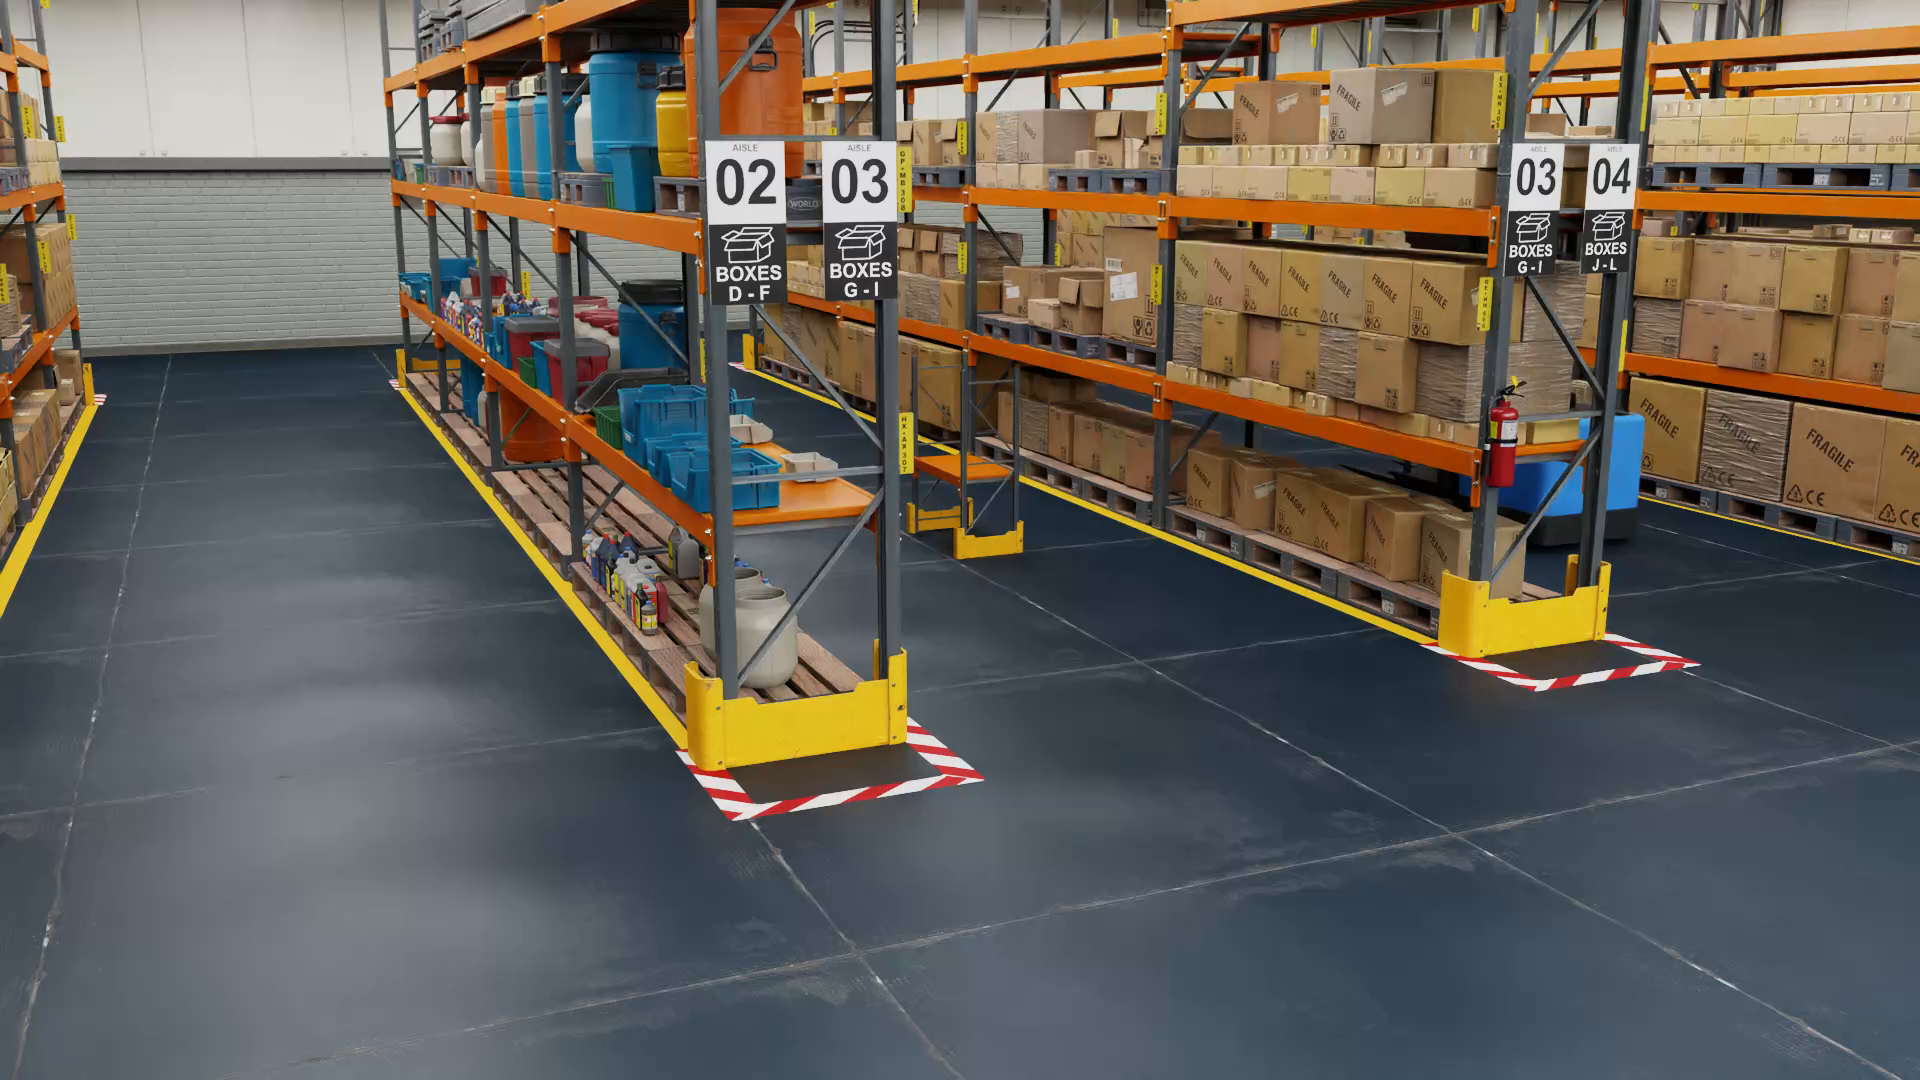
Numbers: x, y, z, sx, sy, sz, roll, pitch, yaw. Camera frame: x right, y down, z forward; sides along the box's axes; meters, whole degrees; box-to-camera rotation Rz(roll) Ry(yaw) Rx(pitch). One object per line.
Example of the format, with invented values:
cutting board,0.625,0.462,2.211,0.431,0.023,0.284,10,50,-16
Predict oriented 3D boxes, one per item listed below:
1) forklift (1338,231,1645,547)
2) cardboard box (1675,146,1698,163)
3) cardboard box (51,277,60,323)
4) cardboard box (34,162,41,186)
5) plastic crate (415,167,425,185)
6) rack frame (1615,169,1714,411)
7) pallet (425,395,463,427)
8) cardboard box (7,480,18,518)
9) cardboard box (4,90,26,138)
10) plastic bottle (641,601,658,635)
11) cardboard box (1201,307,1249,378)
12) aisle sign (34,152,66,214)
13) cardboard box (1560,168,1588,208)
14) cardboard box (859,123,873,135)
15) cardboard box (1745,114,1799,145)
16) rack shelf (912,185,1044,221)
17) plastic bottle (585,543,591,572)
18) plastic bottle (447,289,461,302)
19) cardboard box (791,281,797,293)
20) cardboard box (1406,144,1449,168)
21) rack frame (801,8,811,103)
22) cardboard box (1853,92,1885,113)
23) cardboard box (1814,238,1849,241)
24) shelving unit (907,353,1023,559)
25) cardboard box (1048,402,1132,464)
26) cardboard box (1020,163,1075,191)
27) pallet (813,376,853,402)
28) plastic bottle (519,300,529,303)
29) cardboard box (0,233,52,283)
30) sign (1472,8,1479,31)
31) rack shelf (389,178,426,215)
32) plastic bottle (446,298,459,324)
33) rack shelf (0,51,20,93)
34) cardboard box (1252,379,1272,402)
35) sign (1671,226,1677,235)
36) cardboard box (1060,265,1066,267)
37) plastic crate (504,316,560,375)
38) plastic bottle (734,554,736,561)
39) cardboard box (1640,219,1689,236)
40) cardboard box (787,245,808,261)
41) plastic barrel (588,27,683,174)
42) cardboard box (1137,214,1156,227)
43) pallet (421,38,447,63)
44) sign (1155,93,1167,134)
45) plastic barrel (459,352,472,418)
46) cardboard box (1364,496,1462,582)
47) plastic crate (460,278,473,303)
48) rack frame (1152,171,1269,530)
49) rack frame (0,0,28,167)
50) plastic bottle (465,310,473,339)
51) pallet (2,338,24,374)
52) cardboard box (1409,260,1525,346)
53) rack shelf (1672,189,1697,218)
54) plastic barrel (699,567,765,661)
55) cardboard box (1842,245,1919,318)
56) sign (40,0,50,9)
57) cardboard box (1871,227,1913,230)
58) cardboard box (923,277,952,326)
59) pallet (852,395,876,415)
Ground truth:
forklift,4.552,-1.663,14.554,1.130,2.935,3.031,-5,14,-22
cardboard box,6.661,-3.463,14.930,0.380,0.149,0.250,-6,14,-23
cardboard box,-10.310,-2.645,18.426,0.500,0.500,0.500,-5,14,-22
cardboard box,-10.312,-3.976,18.077,0.500,0.250,0.500,-6,14,-23
plastic crate,-6.054,-4.226,19.295,0.450,0.188,0.662,-6,14,-23
rack frame,6.721,-2.030,15.987,1.000,3.000,0.127,-6,14,-23
pallet,-5.937,-1.598,20.305,1.003,0.211,1.213,-6,14,-23
cardboard box,-8.111,-0.313,13.737,0.500,0.250,0.500,-5,14,-22
cardboard box,-10.447,-4.572,17.878,0.700,0.500,0.500,-6,14,-23
plastic bottle,-1.938,0.480,10.372,0.097,0.201,0.097,0,13,0
cardboard box,2.427,-1.591,13.210,0.875,0.500,0.500,-6,14,-23
aisle sign,-11.496,-4.496,20.878,0.394,0.787,0.004,-6,14,-23
cardboard box,3.782,-2.287,10.780,0.500,0.250,0.500,-5,14,-21
cardboard box,-0.827,-4.851,20.372,0.700,0.500,0.500,-5,14,-22
cardboard box,7.066,-3.481,14.127,0.500,0.250,0.500,-6,14,-24
rack shelf,-0.268,-3.953,19.240,1.077,0.370,4.000,-6,14,-23
plastic bottle,-2.636,0.120,11.928,0.097,0.201,0.097,0,13,0
plastic bottle,-5.747,-2.674,18.878,0.144,0.351,0.185,-6,14,-23
cardboard box,-2.107,-3.484,22.830,0.380,0.149,0.250,-5,14,-22
cardboard box,3.134,-2.499,10.810,0.380,0.149,0.250,-6,14,-25
rack frame,-2.671,-7.004,24.177,1.000,3.000,0.127,-6,14,-23
cardboard box,7.368,-3.486,13.261,0.380,0.149,0.250,-6,14,-24
cardboard box,10.209,-3.288,19.612,0.500,0.500,0.500,-6,14,-25
shelving unit,0.031,-0.715,13.633,0.587,1.500,1.083,-6,14,-23
cardboard box,1.287,-1.059,16.360,0.700,0.500,0.500,-4,14,-18
cardboard box,0.908,-3.486,15.958,0.500,0.250,0.500,-5,14,-22
pallet,-1.302,-2.061,22.306,1.003,0.211,1.213,-6,14,-23
plastic bottle,-4.805,-2.516,18.362,0.152,0.276,0.135,-6,14,-23
cardboard box,-10.078,-3.020,17.826,0.500,0.500,0.500,-5,14,-21
sign,7.493,-7.560,24.156,0.100,0.325,0.005,-6,14,-23
rack shelf,-6.408,-4.332,20.878,1.077,0.370,4.000,-6,14,-23
plastic bottle,-5.624,-2.542,18.475,0.152,0.276,0.135,-6,14,-23
rack shelf,-9.346,-4.325,15.084,1.077,0.370,4.000,-6,14,-23
cardboard box,2.470,-1.152,12.754,0.380,0.149,0.250,-6,14,-23
sign,9.106,-3.837,21.229,0.100,0.325,0.005,-6,14,-23
cardboard box,1.743,-4.290,26.310,0.380,0.149,0.250,-6,14,-23
plastic crate,-3.638,-1.651,14.210,0.402,0.464,0.583,-6,14,-23
plastic bottle,-1.613,0.205,11.397,0.152,0.276,0.135,-5,14,-22
cardboard box,9.167,-3.943,21.815,0.500,0.500,0.500,-6,14,-24
cardboard box,-2.313,-4.186,23.312,0.500,0.500,0.500,-6,14,-24
plastic barrel,-2.102,-2.850,10.836,0.600,0.901,0.708,-6,14,-23
cardboard box,2.868,-4.542,23.744,0.500,0.500,0.500,-6,14,-25
pallet,-5.248,-5.276,18.013,1.003,0.211,1.213,-6,14,-23
sign,1.629,-3.457,13.480,0.100,0.325,0.005,-6,14,-23
plastic barrel,-5.405,-1.876,19.047,0.600,0.901,0.708,-6,14,-23
cardboard box,3.232,-0.014,11.889,0.500,0.500,0.500,-2,13,-8
plastic crate,-6.050,-3.112,20.791,0.437,0.282,0.530,-6,14,-23
rack frame,2.136,-1.602,14.141,1.000,3.000,0.127,-6,14,-23
rack frame,-10.147,-5.284,16.743,1.000,3.000,0.127,-6,14,-23
plastic bottle,-5.016,-2.206,17.007,0.061,0.283,0.133,-6,14,-23
pallet,-8.881,-1.575,14.448,1.213,0.211,1.003,-6,14,-23
cardboard box,3.291,-1.548,10.807,0.500,0.500,0.500,-6,14,-23
rack shelf,5.920,-3.554,17.515,1.077,0.370,4.000,-6,14,-23
plastic barrel,-1.335,0.446,9.876,0.421,0.512,0.421,0,13,0
cardboard box,7.805,-2.116,13.632,0.875,0.550,0.550,-6,14,-23
sign,-11.233,-6.689,20.389,0.100,0.325,0.005,-6,14,-23
cardboard box,10.822,-3.556,19.331,0.380,0.149,0.250,-5,14,-20
cardboard box,-0.086,-2.661,18.492,0.500,0.500,0.500,-6,14,-23
pallet,-0.691,-1.744,20.938,1.003,0.211,1.213,-6,14,-23
